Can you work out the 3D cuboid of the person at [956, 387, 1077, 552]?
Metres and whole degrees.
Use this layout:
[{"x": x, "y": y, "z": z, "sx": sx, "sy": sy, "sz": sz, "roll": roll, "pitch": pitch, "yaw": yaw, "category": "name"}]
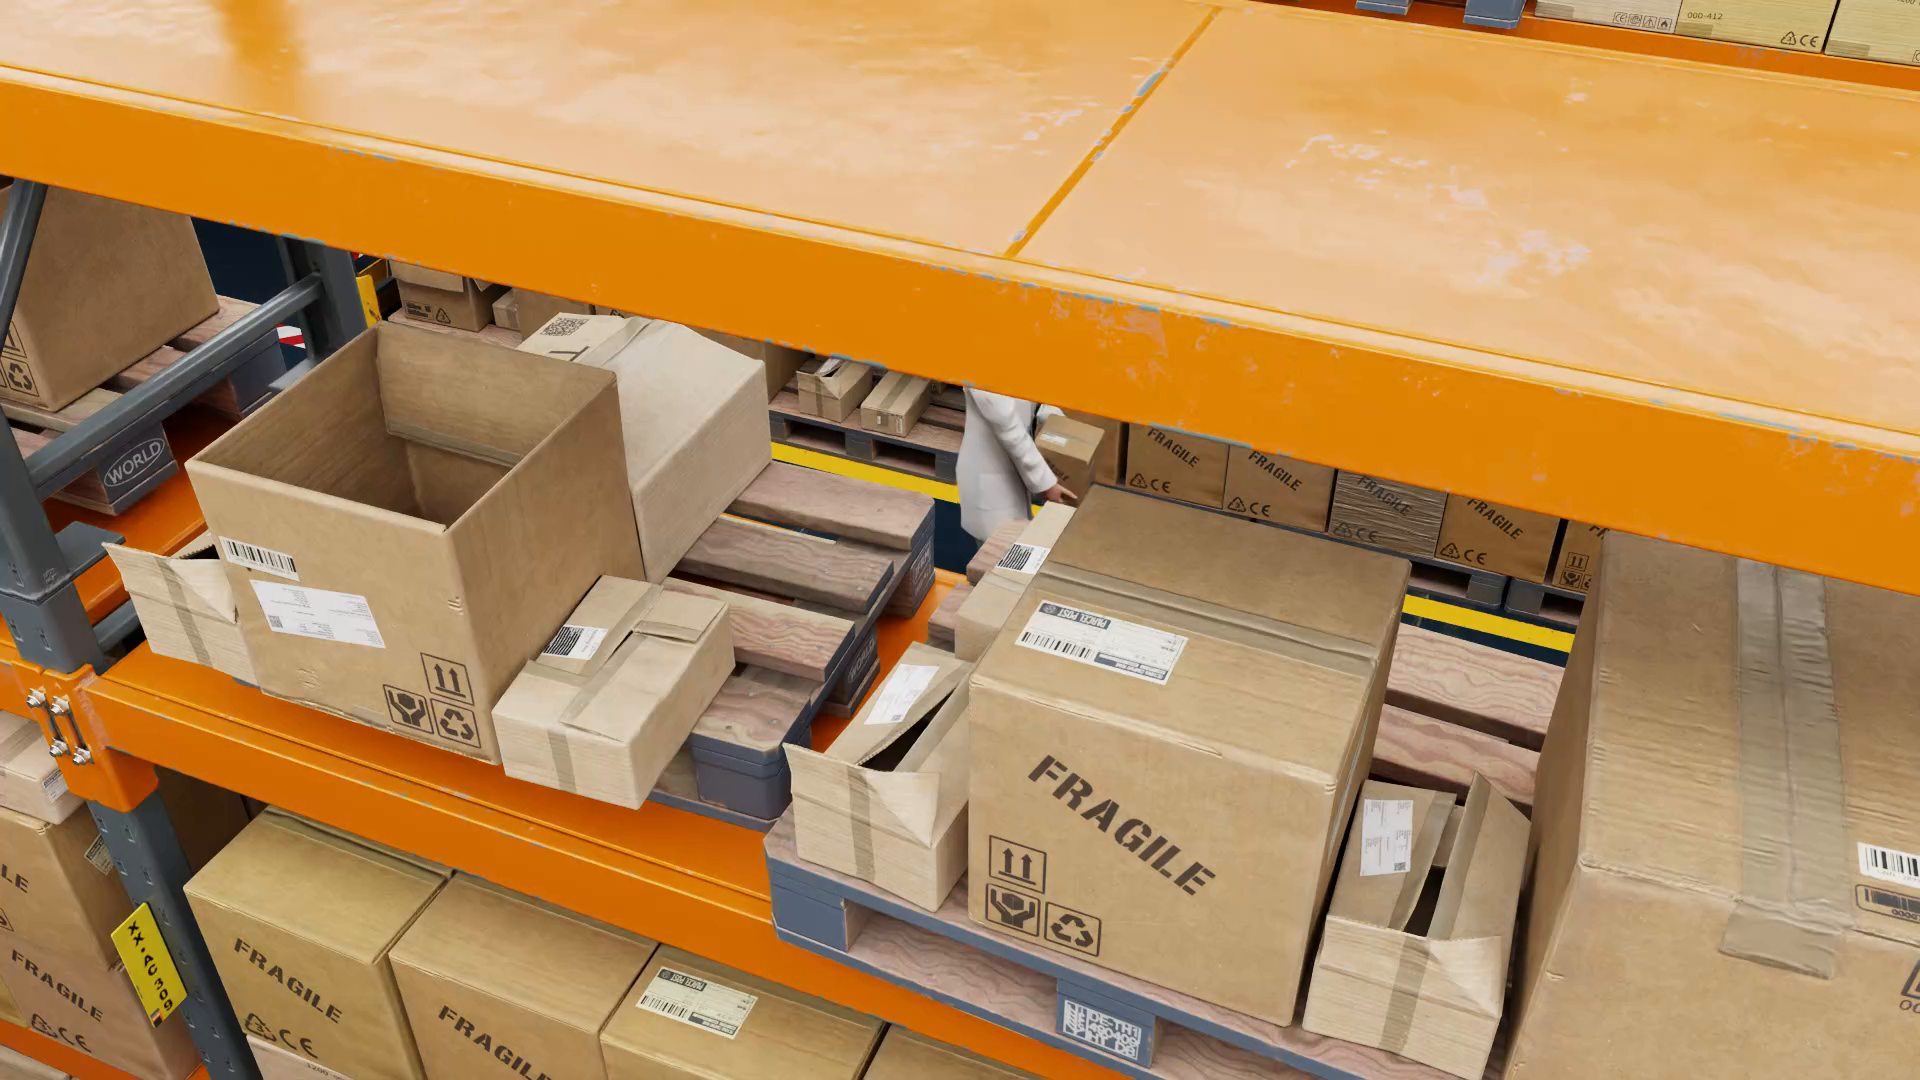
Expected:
[{"x": 0.277, "y": -0.283, "z": 7.212, "sx": 0.565, "sy": 1.781, "sz": 0.528, "roll": 13, "pitch": 39, "yaw": 16, "category": "person"}]
